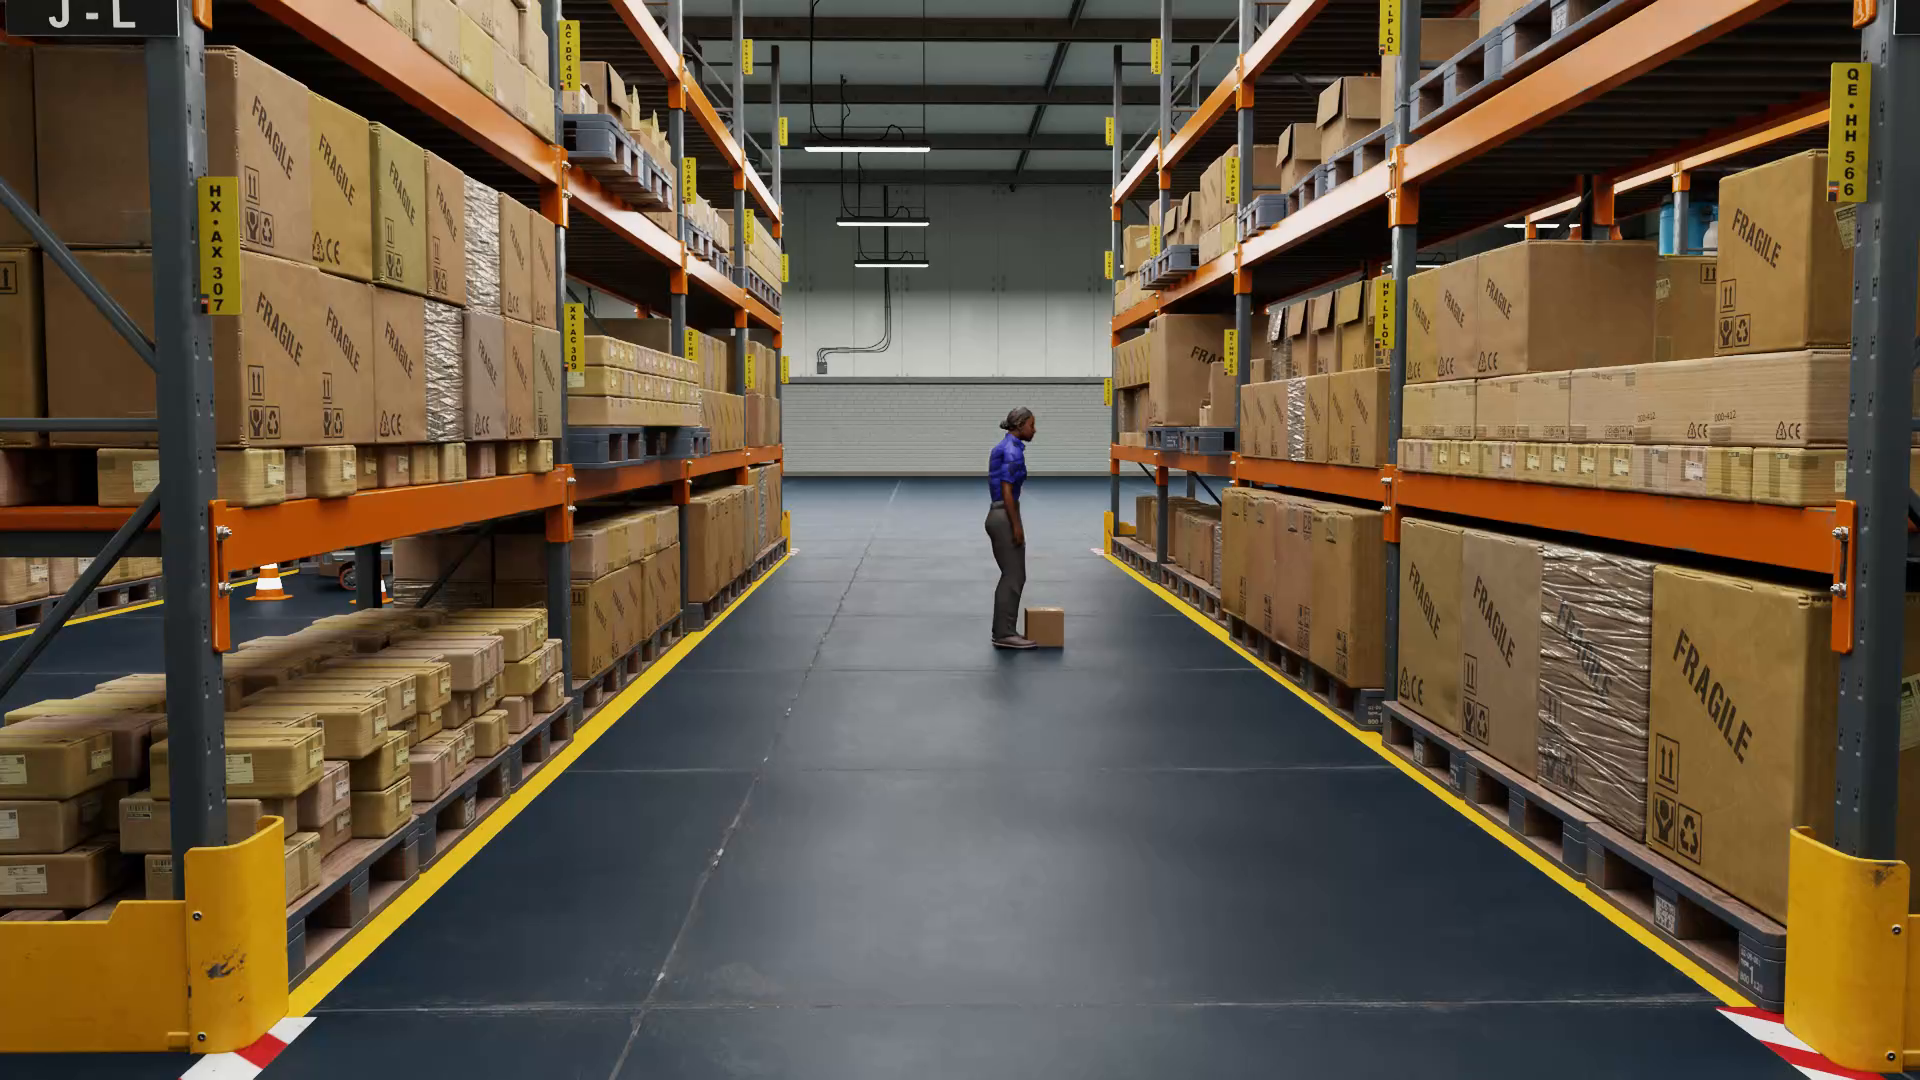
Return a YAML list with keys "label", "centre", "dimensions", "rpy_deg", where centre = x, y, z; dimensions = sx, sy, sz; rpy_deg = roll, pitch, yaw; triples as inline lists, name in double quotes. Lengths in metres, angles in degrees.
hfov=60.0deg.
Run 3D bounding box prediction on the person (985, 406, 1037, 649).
- label: "person"
  centre: [0.353, -0.097, 11.470]
  dimensions: [0.352, 1.654, 0.518]
  rpy_deg: [0, 4, -2]
